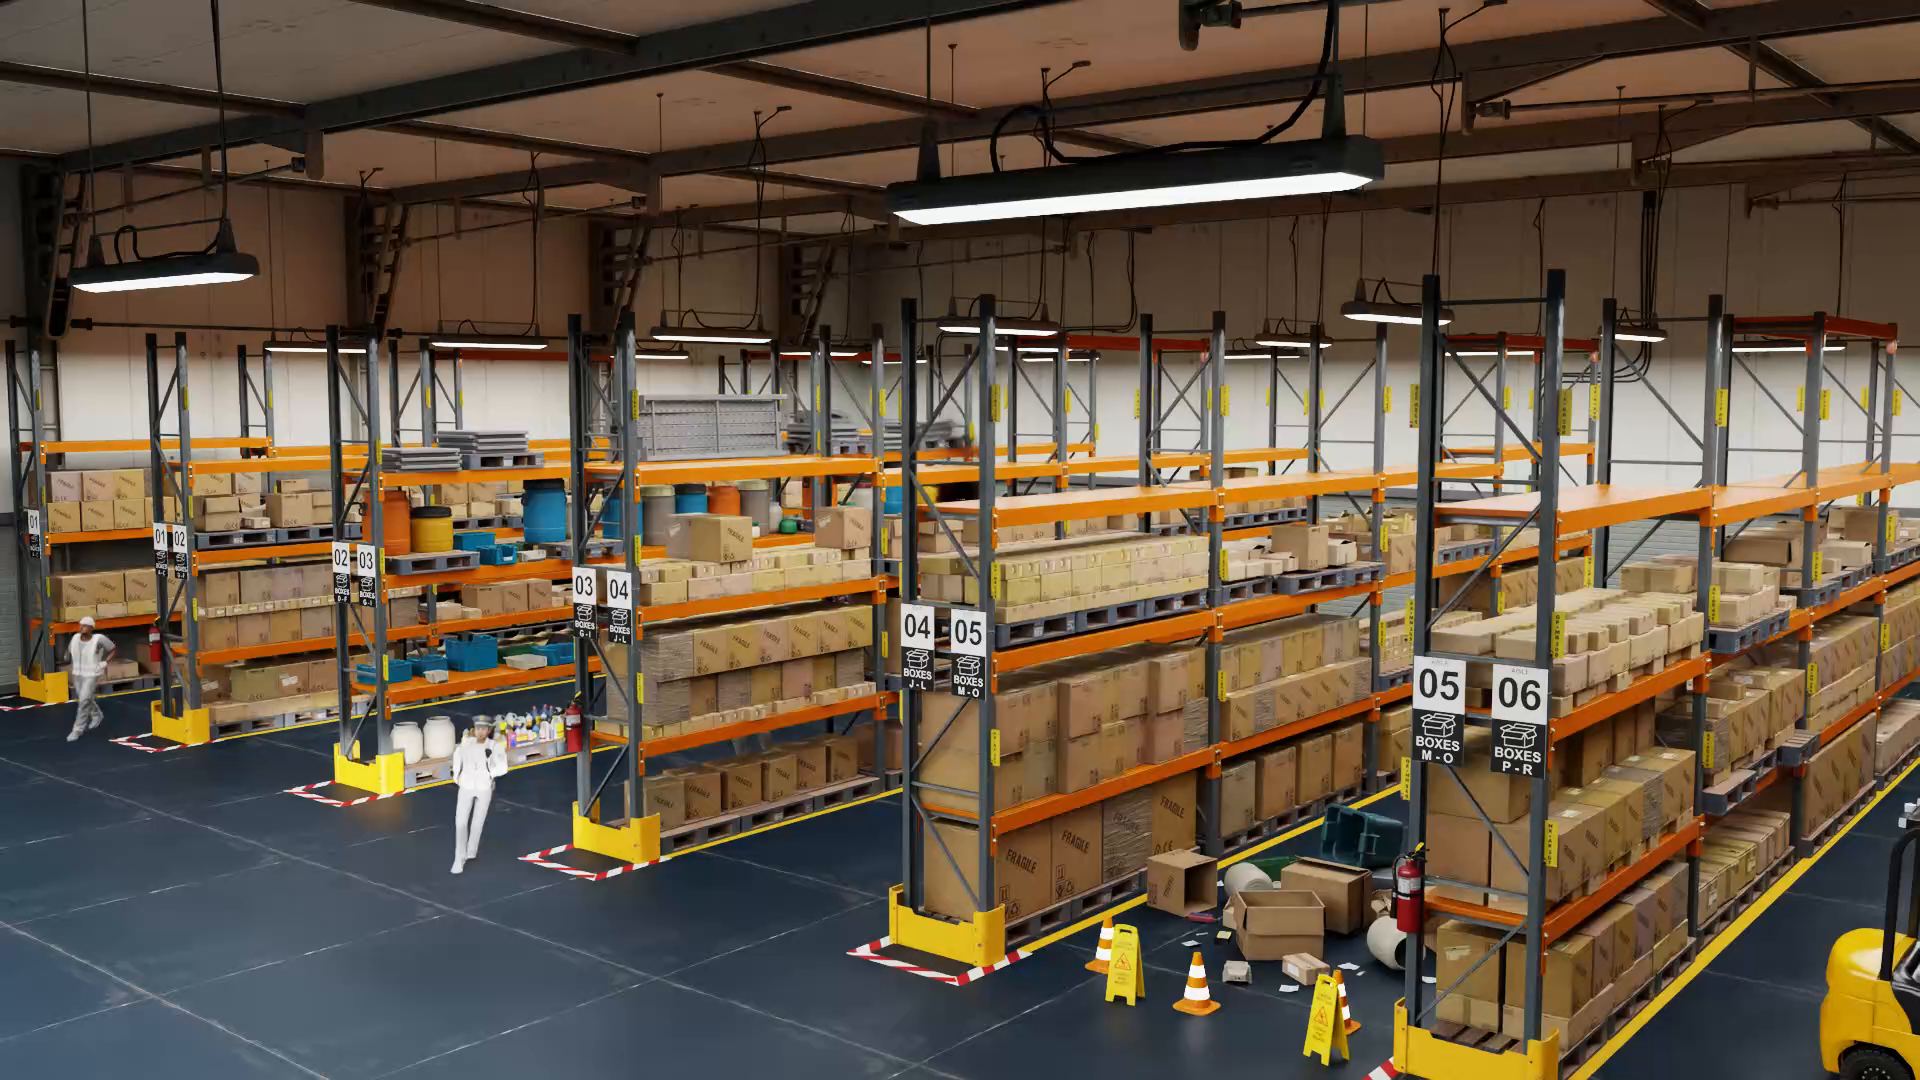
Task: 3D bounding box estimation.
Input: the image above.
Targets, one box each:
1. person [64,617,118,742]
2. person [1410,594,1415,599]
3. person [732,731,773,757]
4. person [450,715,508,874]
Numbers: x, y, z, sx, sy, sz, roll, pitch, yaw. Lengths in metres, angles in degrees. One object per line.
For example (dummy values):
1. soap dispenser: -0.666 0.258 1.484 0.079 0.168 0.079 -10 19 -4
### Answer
1. person: -13.016 2.037 24.856 0.686 1.810 0.888 1 5 12
2. person: 7.562 1.794 27.721 0.683 1.784 0.897 5 7 42
3. person: -2.813 2.261 22.527 0.675 1.846 0.829 3 6 27
4. person: -5.200 2.732 18.054 0.612 1.753 0.665 -1 5 -8
